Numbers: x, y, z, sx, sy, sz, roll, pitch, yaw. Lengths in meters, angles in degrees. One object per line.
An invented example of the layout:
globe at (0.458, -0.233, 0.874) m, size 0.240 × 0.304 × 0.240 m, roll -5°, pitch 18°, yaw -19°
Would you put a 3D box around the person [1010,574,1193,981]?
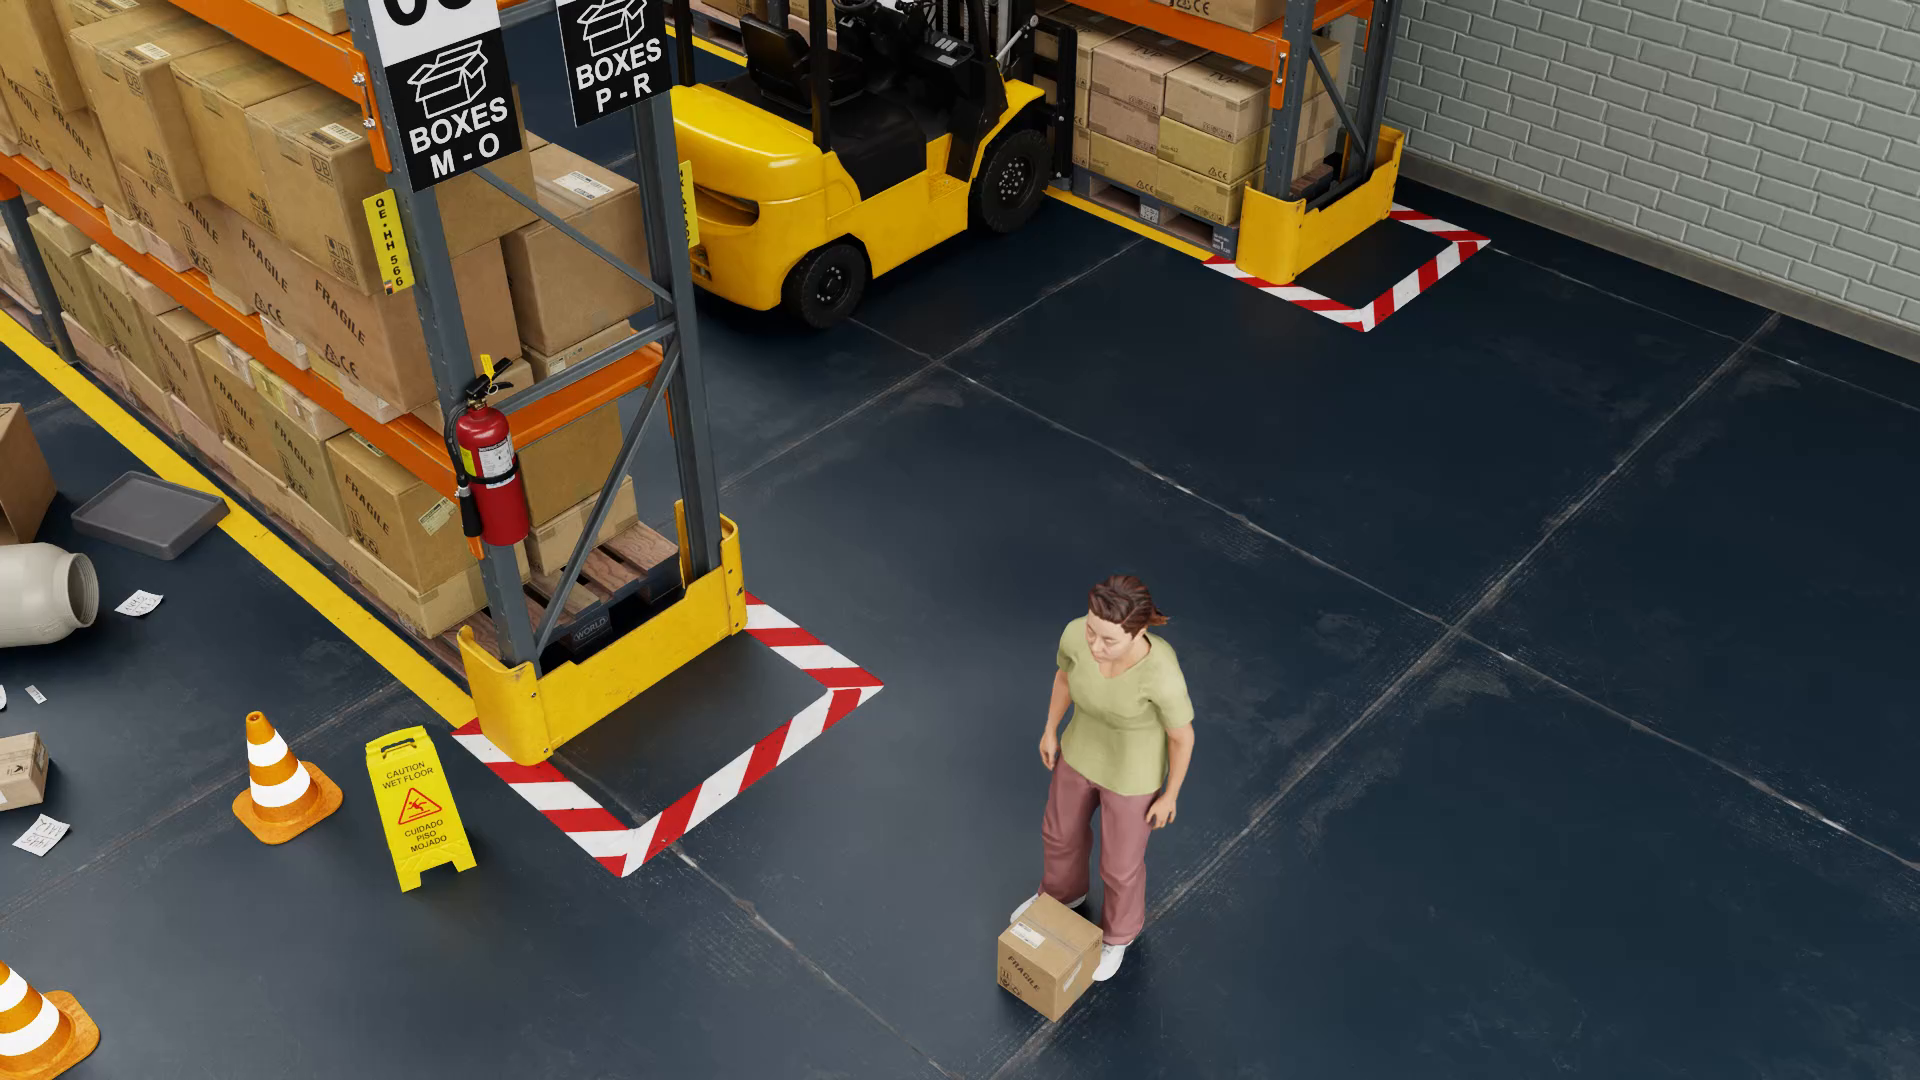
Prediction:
person at (0.465, 0.730, 5.270) m, size 0.520 × 1.673 × 0.349 m, roll 28°, pitch 47°, yaw 30°
